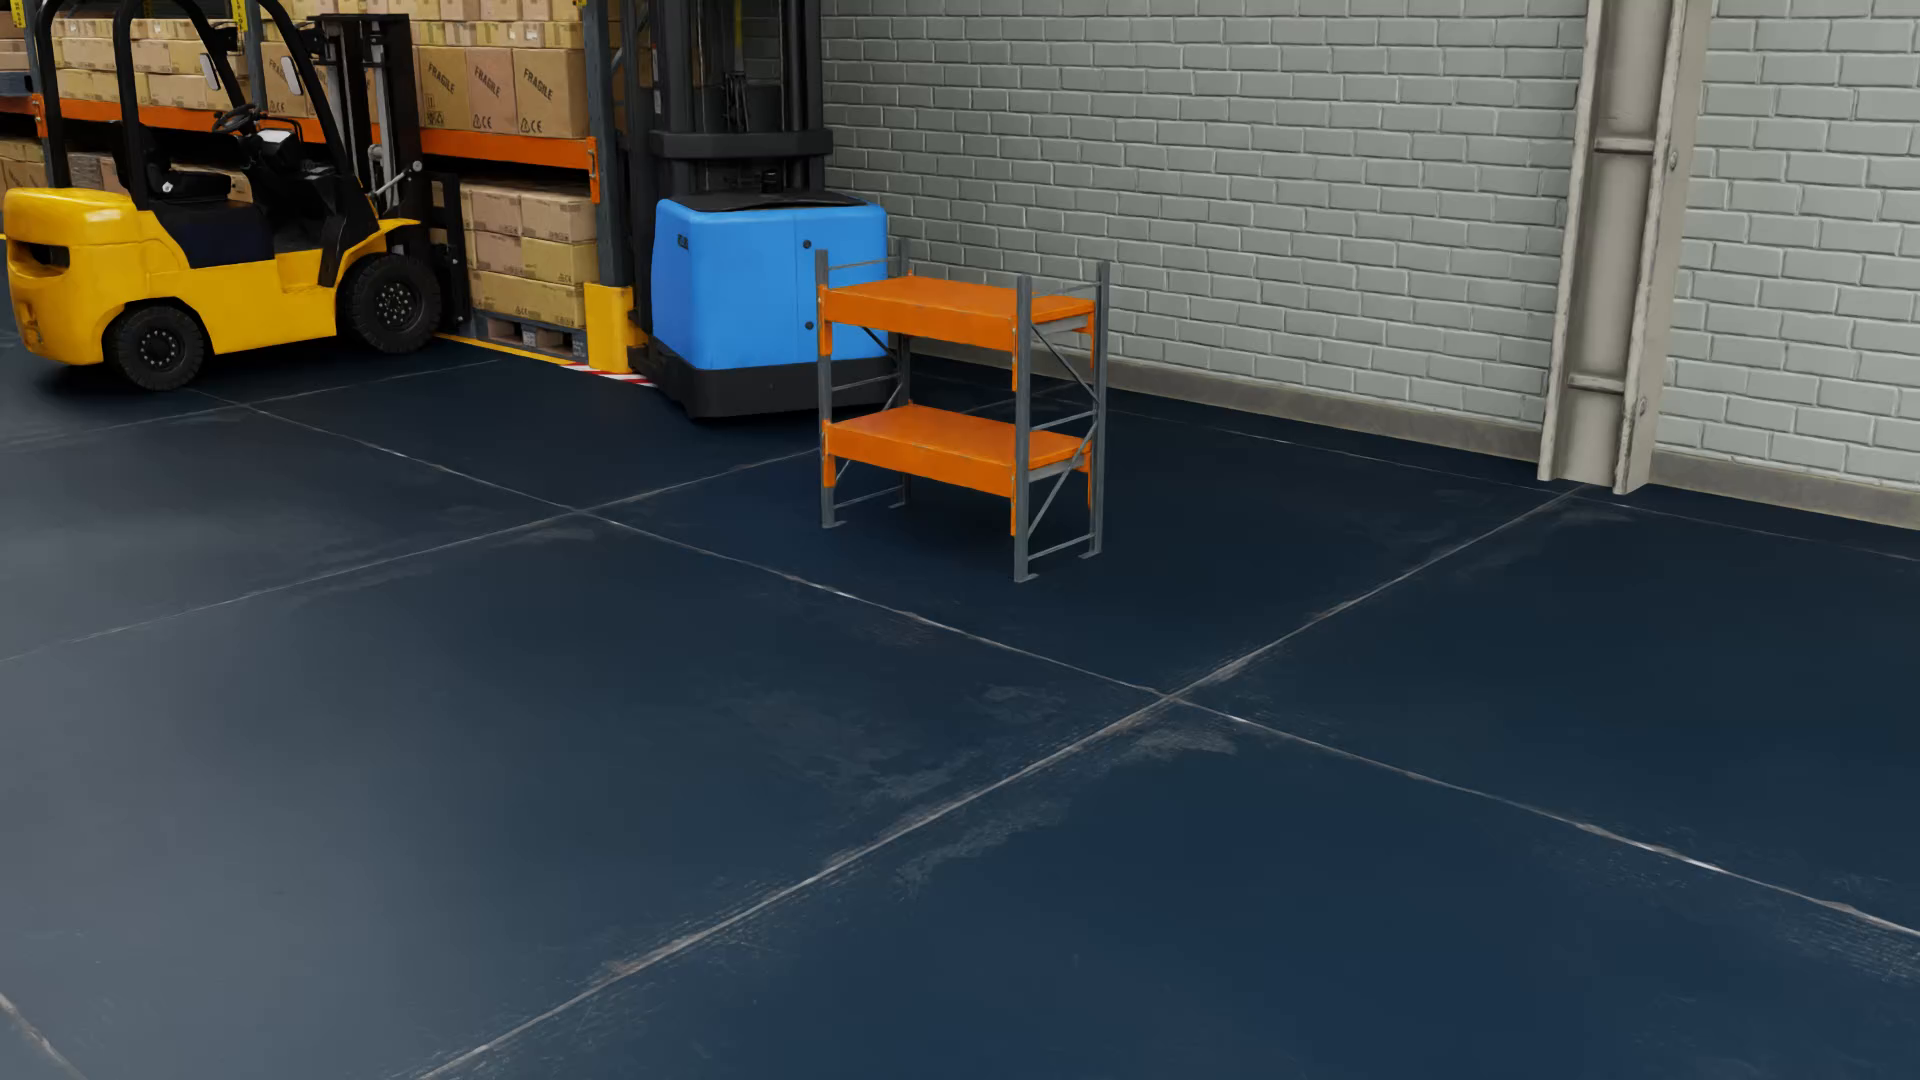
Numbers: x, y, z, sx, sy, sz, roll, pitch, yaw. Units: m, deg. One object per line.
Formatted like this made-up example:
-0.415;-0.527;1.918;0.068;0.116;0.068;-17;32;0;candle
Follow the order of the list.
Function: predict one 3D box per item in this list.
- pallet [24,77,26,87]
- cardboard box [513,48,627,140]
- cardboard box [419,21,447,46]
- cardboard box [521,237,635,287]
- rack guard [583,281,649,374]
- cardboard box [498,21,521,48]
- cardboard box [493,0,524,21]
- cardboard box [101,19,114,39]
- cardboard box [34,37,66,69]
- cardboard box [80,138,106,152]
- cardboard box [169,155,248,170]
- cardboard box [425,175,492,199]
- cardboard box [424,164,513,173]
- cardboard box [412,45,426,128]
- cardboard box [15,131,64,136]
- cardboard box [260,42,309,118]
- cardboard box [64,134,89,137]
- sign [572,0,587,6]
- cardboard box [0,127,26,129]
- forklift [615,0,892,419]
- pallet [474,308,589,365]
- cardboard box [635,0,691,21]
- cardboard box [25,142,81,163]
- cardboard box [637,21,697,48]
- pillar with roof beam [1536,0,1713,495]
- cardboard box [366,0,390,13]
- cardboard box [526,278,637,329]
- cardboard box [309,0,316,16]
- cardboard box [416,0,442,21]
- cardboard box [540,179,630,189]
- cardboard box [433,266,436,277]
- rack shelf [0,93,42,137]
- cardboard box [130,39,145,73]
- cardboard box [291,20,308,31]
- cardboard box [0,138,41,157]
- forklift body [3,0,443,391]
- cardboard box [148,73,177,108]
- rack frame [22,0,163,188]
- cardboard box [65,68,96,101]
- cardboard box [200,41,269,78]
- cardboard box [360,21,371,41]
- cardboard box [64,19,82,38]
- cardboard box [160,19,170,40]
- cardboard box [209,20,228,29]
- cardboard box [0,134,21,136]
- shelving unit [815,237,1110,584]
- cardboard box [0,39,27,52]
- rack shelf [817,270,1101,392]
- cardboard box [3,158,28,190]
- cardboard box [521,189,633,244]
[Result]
-9.167;-4.464;16.035;1.213;0.211;1.003;15;23;39;pallet
-2.268;-2.646;9.826;0.500;0.500;0.500;14;23;38;cardboard box
-3.147;-3.174;10.418;0.250;0.149;0.380;15;23;40;cardboard box
-2.297;-1.714;10.079;0.500;0.250;0.500;15;23;39;cardboard box
-1.708;-1.363;10.080;0.348;0.500;1.175;15;23;39;rack guard
-2.535;-3.033;9.972;0.250;0.149;0.380;16;23;40;cardboard box
-2.552;-3.171;9.916;0.250;0.149;0.380;16;23;40;cardboard box
-6.694;-4.135;13.445;0.250;0.149;0.380;16;23;40;cardboard box
-7.556;-4.182;14.253;0.500;0.250;0.500;15;23;39;cardboard box
-8.073;-3.718;15.735;0.250;0.149;0.380;16;24;41;cardboard box
-6.254;-2.841;13.837;0.625;0.625;0.875;14;22;37;cardboard box
-3.421;-2.251;10.945;0.500;0.250;0.500;14;23;38;cardboard box
-3.463;-2.471;11.636;0.500;0.250;0.500;15;23;40;cardboard box
-3.417;-2.954;10.796;0.500;0.500;0.500;15;23;40;cardboard box
-9.238;-4.028;16.710;0.250;0.149;0.380;15;23;40;cardboard box
-4.559;-3.262;11.766;0.500;0.500;0.500;14;22;38;cardboard box
-8.682;-3.867;16.204;0.250;0.149;0.380;14;23;38;cardboard box
-2.096;-3.104;9.128;0.005;0.325;0.100;15;23;39;sign
-9.847;-4.180;17.188;0.250;0.149;0.380;15;23;40;cardboard box
-1.385;-2.412;9.367;1.130;2.935;3.031;-7;19;-21;forklift
-2.325;-1.374;10.593;1.213;0.211;1.003;15;23;39;pallet
-1.835;-3.174;9.924;0.250;0.149;0.380;14;23;38;cardboard box
-8.247;-3.525;15.127;0.250;0.149;0.380;14;22;37;cardboard box
-1.807;-3.043;10.004;0.250;0.149;0.380;14;23;38;cardboard box
-0.018;-3.584;3.028;0.400;9.000;9.100;15;23;39;pillar with roof beam
-3.660;-3.489;10.918;0.250;0.149;0.380;15;23;39;cardboard box
-2.287;-1.472;10.142;0.500;0.250;0.500;15;23;40;cardboard box
-4.224;-3.649;11.421;0.250;0.149;0.380;14;23;38;cardboard box
-3.155;-3.316;10.372;0.250;0.149;0.380;16;23;40;cardboard box
-2.336;-2.164;10.671;0.500;0.250;0.500;15;23;39;cardboard box
-3.424;-1.776;11.099;0.500;0.250;0.500;16;24;41;cardboard box
-9.205;-4.224;16.153;4.000;0.370;1.077;15;23;39;rack shelf
-6.387;-3.881;13.304;0.500;0.250;0.500;15;23;40;cardboard box
-4.459;-3.544;11.583;0.250;0.149;0.380;16;23;41;cardboard box
-8.806;-3.699;15.675;0.250;0.149;0.380;16;24;41;cardboard box
-4.355;-2.123;9.745;1.214;2.155;2.313;15;23;39;forklift body
-5.999;-3.539;13.053;0.500;0.250;0.500;15;23;40;cardboard box
-7.709;-4.166;14.779;0.127;3.000;1.000;15;23;39;rack frame
-7.167;-3.848;14.025;0.500;0.250;0.500;14;23;38;cardboard box
-5.254;-3.570;12.324;0.500;0.250;0.500;14;23;38;cardboard box
-3.715;-3.332;10.915;0.250;0.149;0.380;14;22;38;cardboard box
-7.257;-4.293;13.942;0.250;0.149;0.380;16;24;41;cardboard box
-5.913;-3.936;12.818;0.250;0.149;0.380;14;23;38;cardboard box
-5.325;-3.785;12.343;0.250;0.149;0.380;15;23;38;cardboard box
-9.370;-3.859;16.178;0.250;0.149;0.380;15;23;39;cardboard box
-0.005;-0.538;6.446;1.048;1.125;0.538;15;23;39;shelving unit
-8.713;-4.433;15.175;0.500;0.250;0.500;14;22;37;cardboard box
-0.005;-0.816;6.357;1.000;0.278;0.538;15;23;39;rack shelf
-8.536;-3.314;15.532;0.500;0.500;0.500;15;23;38;cardboard box
-2.277;-1.947;9.988;0.500;0.250;0.500;16;24;41;cardboard box
